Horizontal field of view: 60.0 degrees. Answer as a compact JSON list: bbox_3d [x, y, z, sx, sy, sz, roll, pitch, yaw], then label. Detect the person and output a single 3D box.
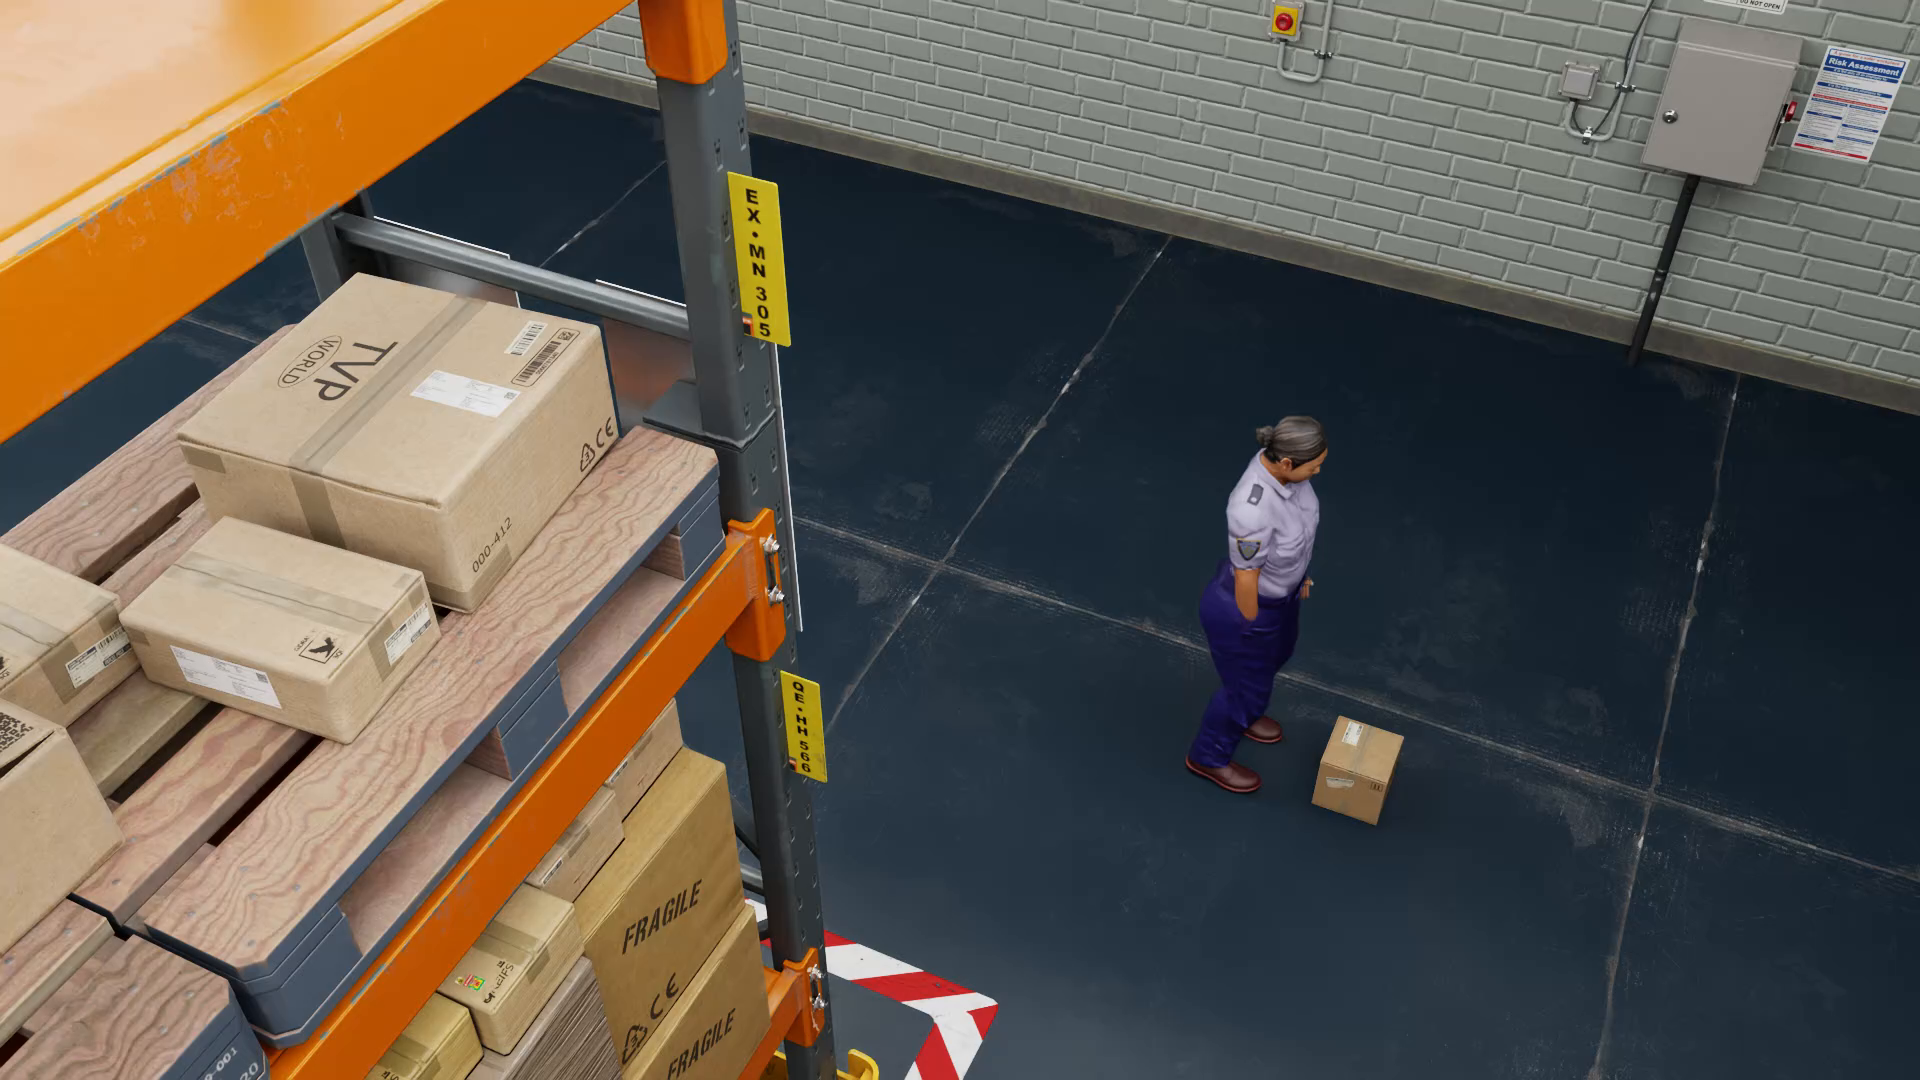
[{"bbox_3d":[1.065,0.199,5.970,0.342,1.634,0.480,18,45,19],"label":"person"}]
